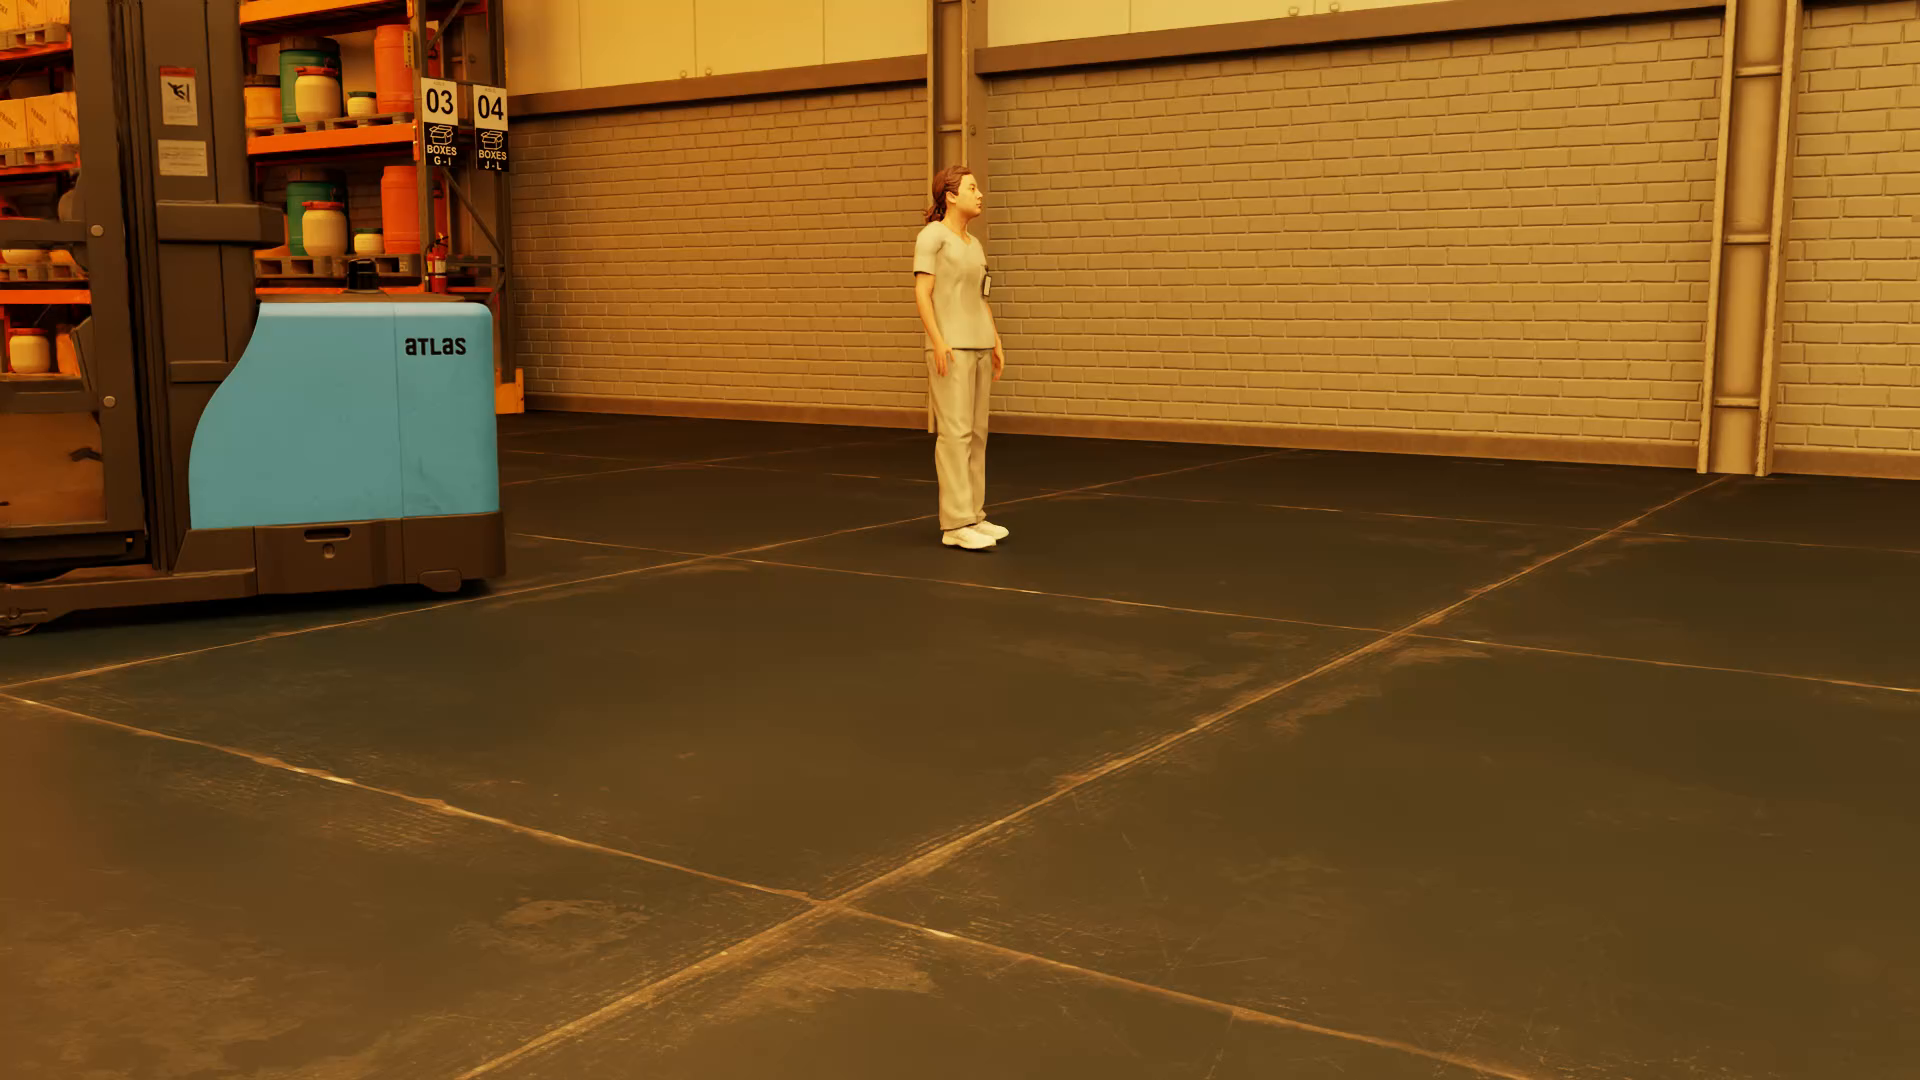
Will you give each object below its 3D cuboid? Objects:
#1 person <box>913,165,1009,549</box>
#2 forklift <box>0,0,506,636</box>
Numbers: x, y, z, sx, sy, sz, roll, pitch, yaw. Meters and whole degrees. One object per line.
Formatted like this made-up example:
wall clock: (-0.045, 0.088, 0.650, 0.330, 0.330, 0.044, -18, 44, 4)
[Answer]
person: (0.054, -0.830, 7.432, 0.548, 1.673, 0.549, 5, 10, 34)
forklift: (-3.242, -1.212, 5.715, 3.031, 2.935, 1.130, -4, 9, -27)
